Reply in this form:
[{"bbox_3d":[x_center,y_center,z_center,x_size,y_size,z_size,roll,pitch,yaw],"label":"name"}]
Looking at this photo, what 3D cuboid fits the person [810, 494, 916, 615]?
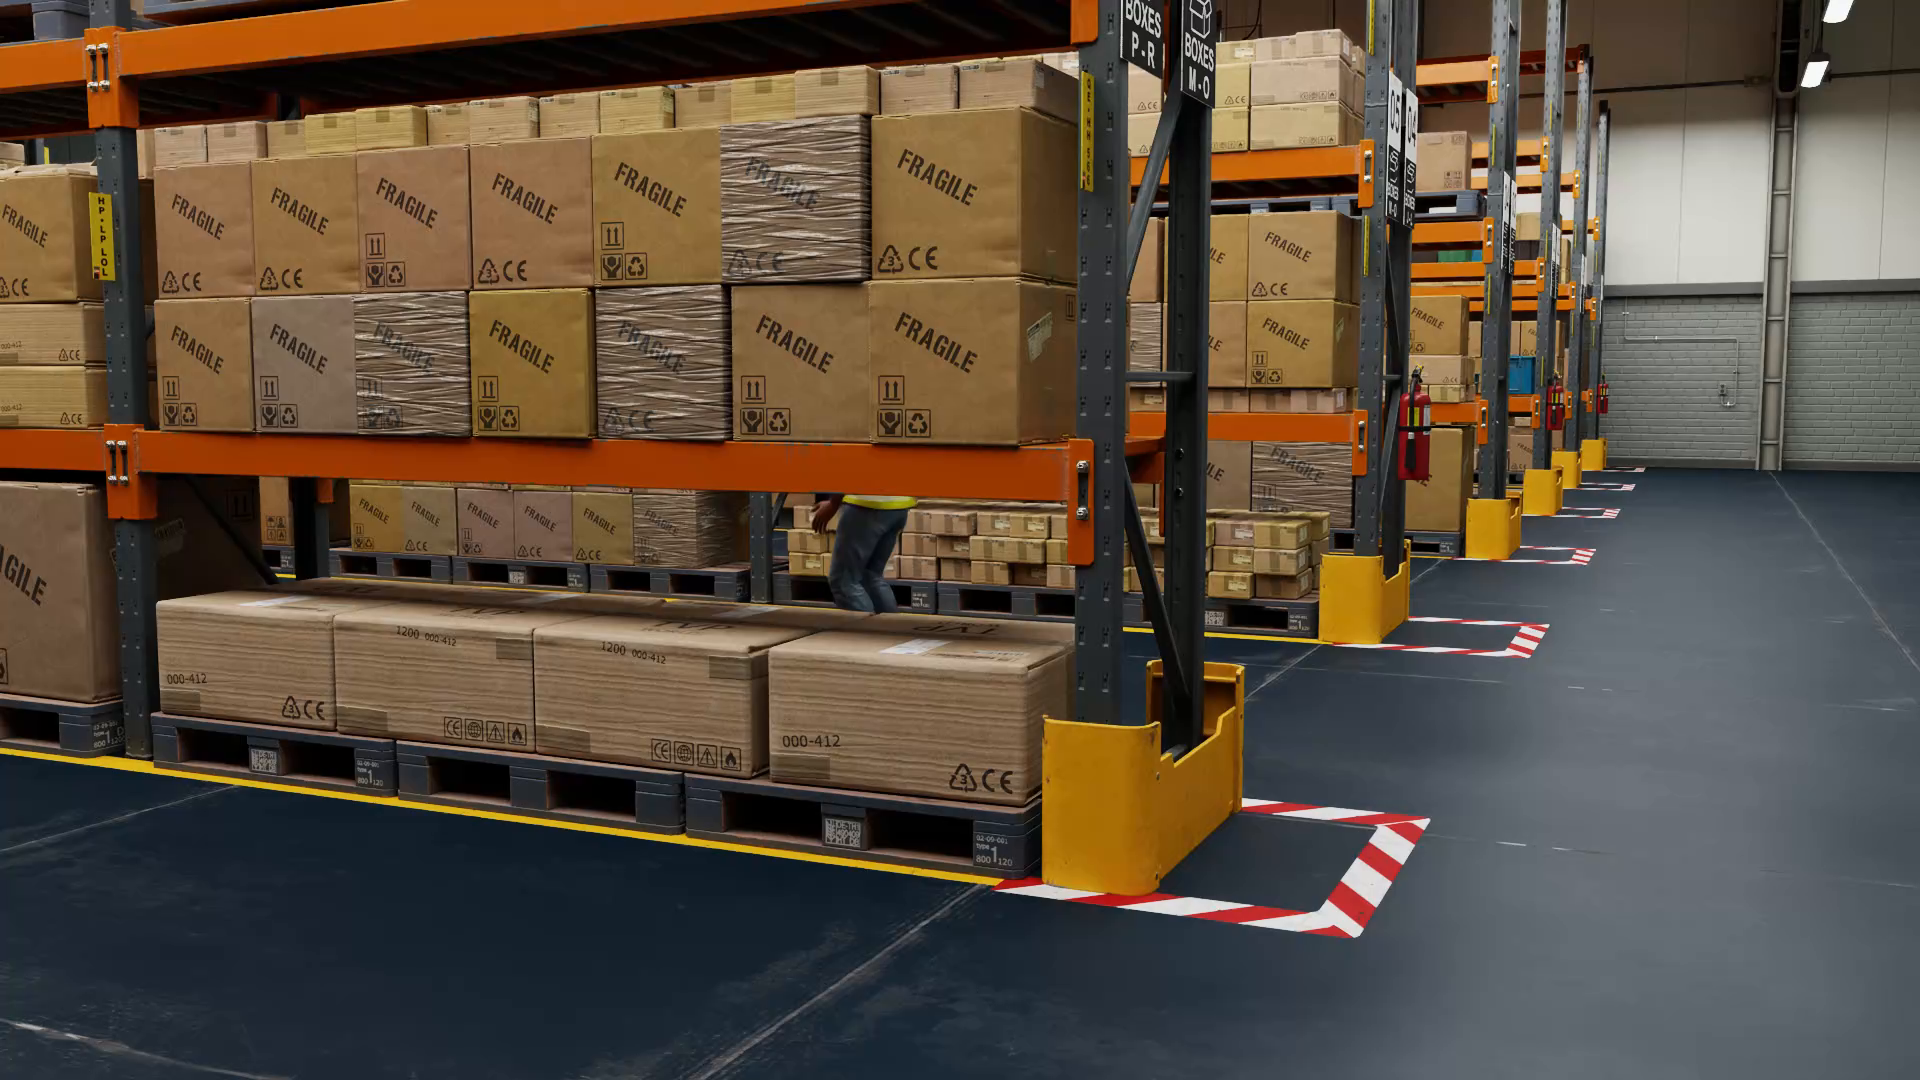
[{"bbox_3d":[-0.485,-0.173,8.475,0.453,1.717,0.591,3,6,25],"label":"person"}]
